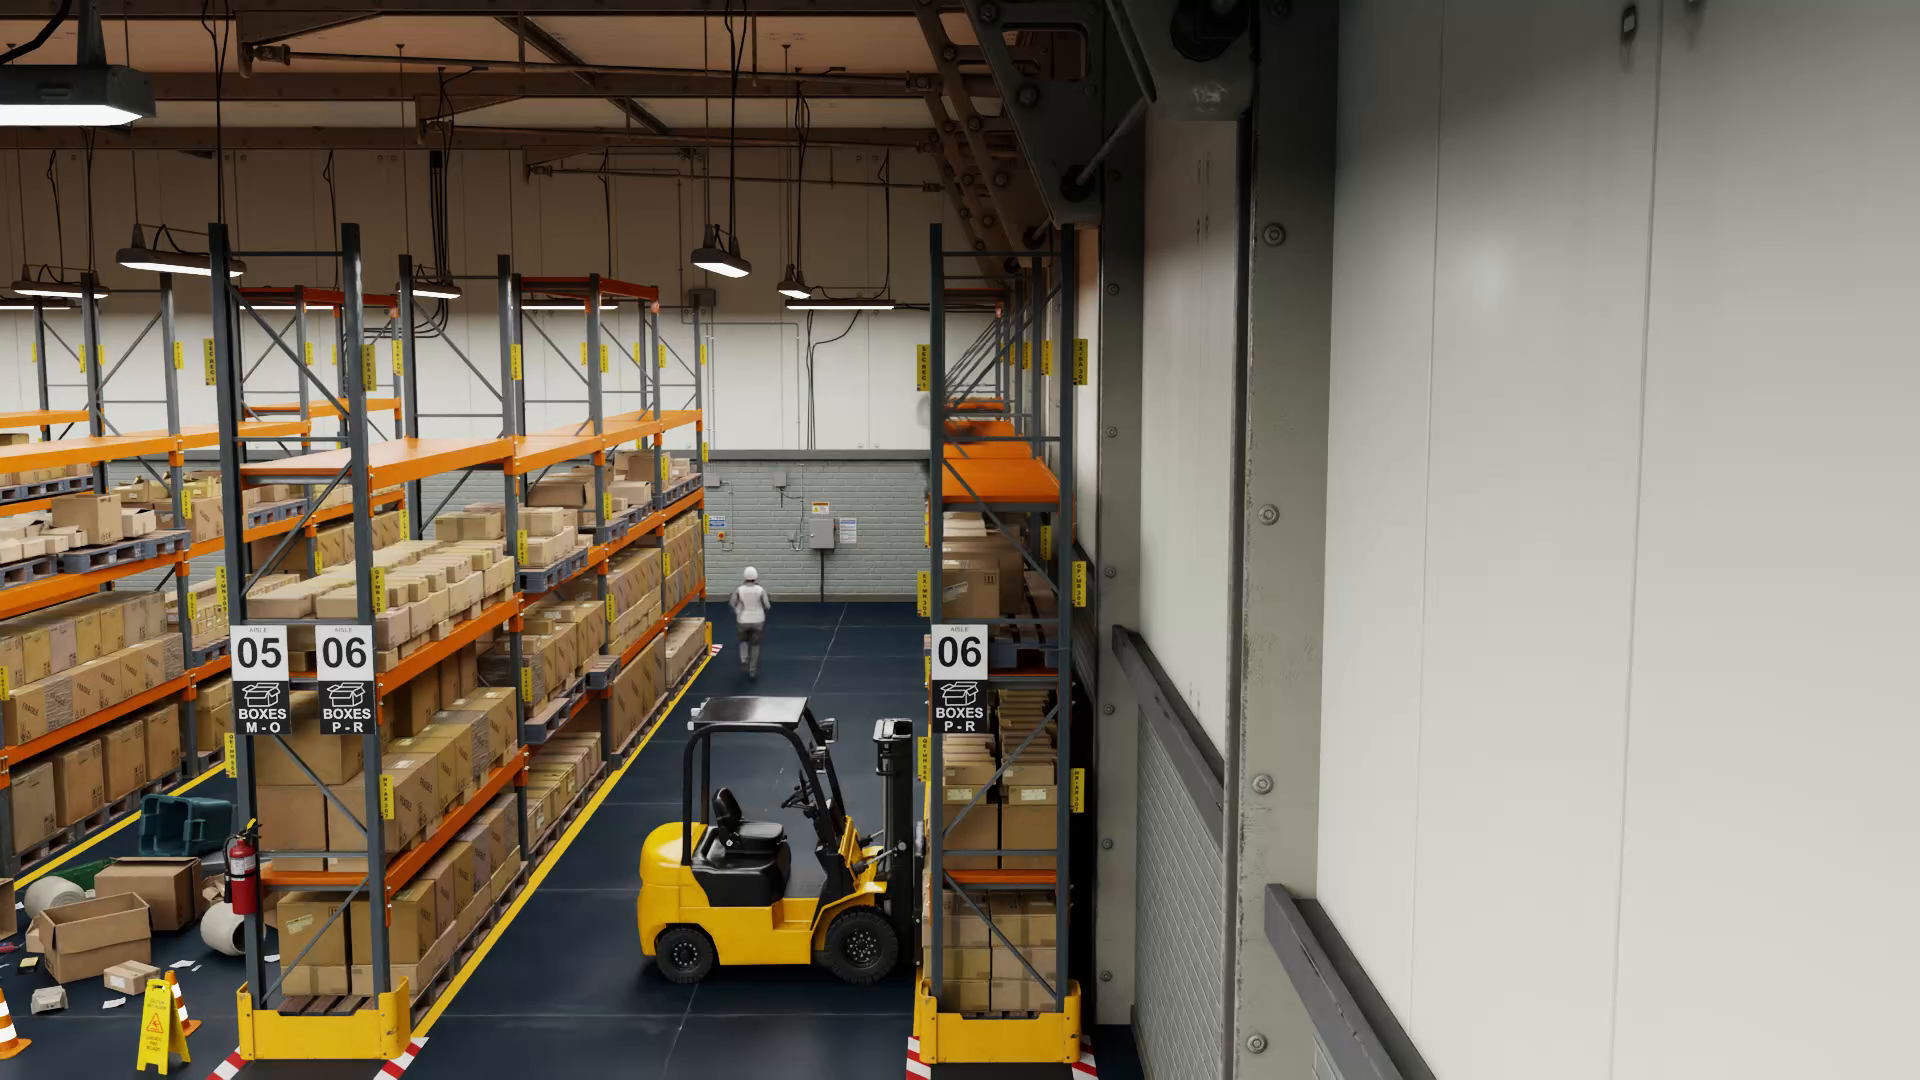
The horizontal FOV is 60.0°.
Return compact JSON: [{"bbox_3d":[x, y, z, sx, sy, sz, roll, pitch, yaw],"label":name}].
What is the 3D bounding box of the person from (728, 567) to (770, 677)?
[{"bbox_3d":[-3.289,1.261,26.078,0.651,1.725,0.583,0,7,-2],"label":"person"}]
